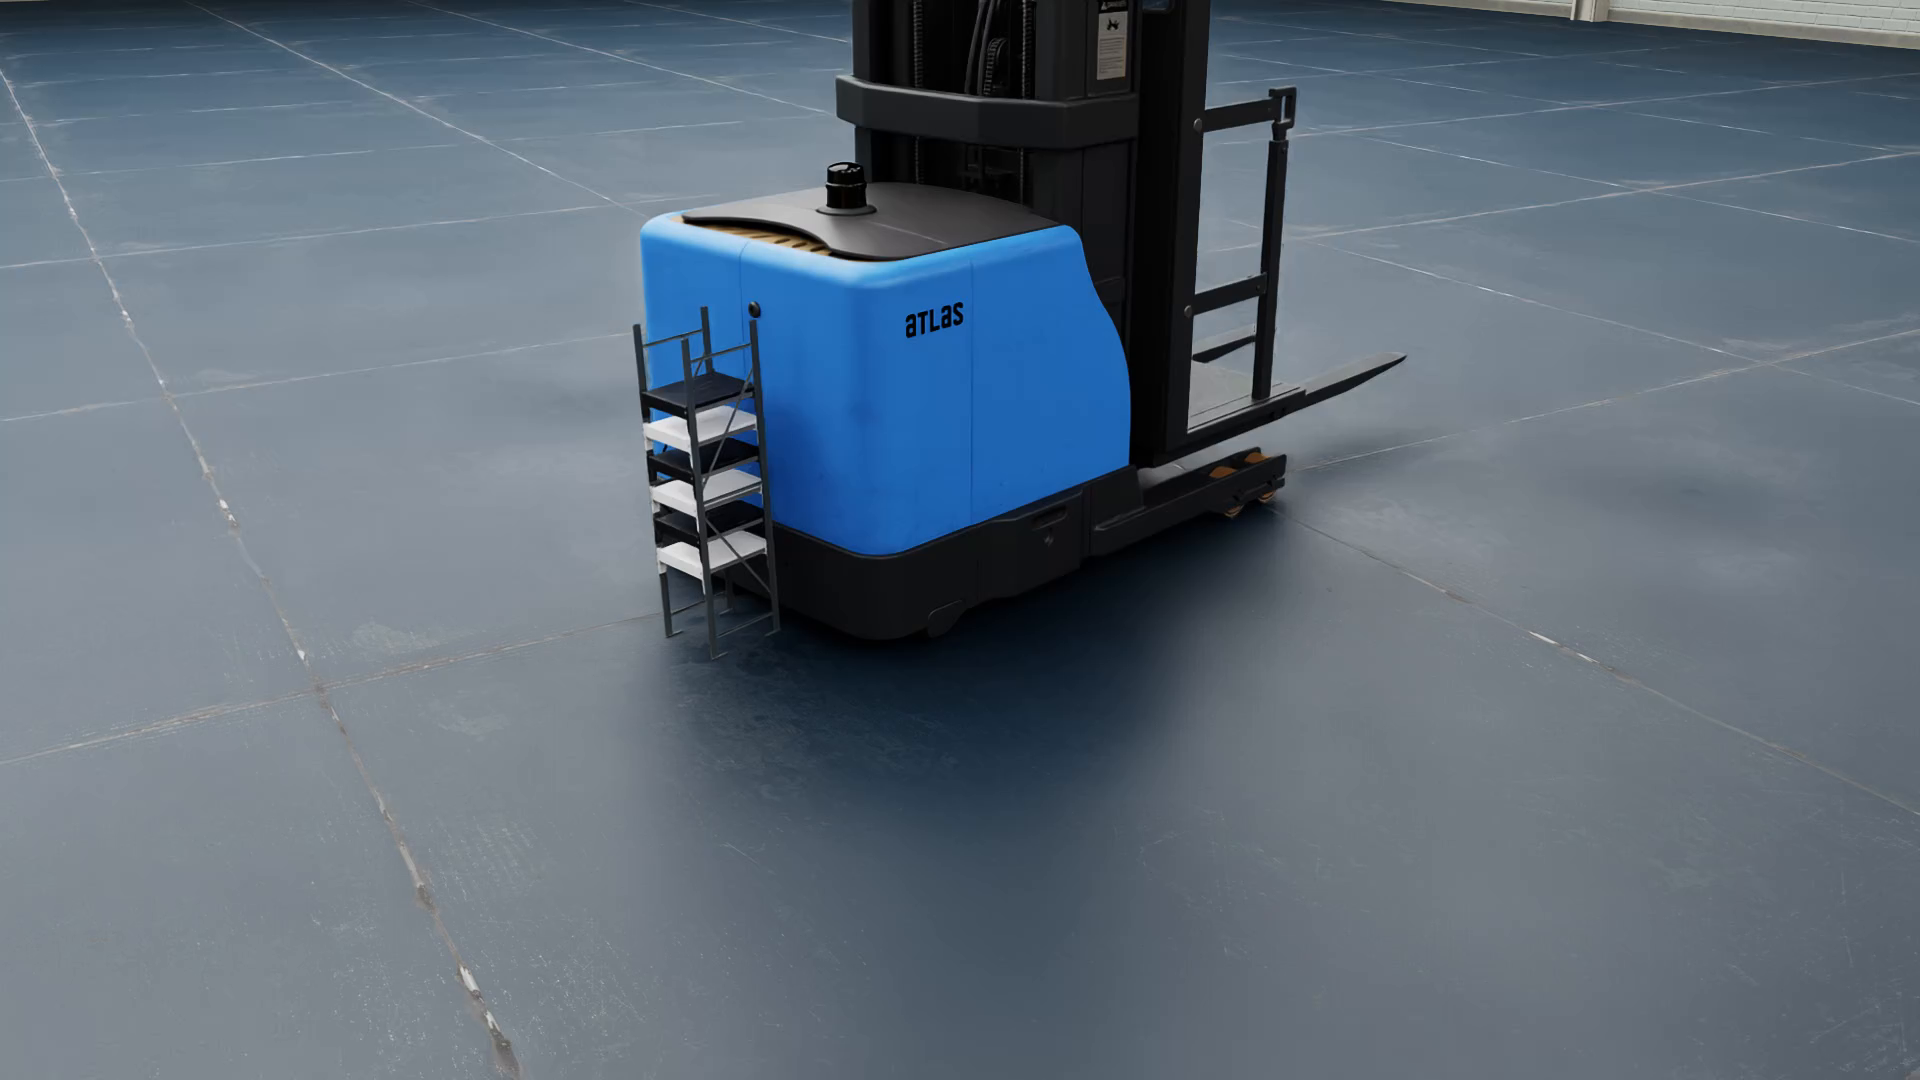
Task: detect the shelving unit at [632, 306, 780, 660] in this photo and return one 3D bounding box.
[{"bbox_3d":[-0.674,-0.150,4.472,0.210,0.900,0.258,20,32,40],"label":"shelving unit"}]

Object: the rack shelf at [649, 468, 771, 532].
[{"bbox_3d":[-0.673,-0.119,4.485,0.200,0.077,0.258,20,32,40],"label":"rack shelf"}]

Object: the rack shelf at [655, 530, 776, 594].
[{"bbox_3d":[-0.668,0.046,4.557,0.200,0.077,0.258,20,32,40],"label":"rack shelf"}]

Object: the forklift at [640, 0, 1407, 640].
[{"bbox_3d":[0.458,-1.553,5.239,1.130,2.935,3.031,20,29,40],"label":"forklift"}]

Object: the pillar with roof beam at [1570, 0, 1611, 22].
[{"bbox_3d":[4.992,-10.522,19.248,9.100,9.000,0.400,-13,25,-28],"label":"pillar with roof beam"}]

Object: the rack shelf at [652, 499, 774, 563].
[{"bbox_3d":[-0.670,-0.037,4.521,0.200,0.077,0.258,20,32,40],"label":"rack shelf"}]

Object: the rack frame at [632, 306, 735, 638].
[{"bbox_3d":[-0.747,-0.176,4.537,0.006,0.900,0.240,20,32,40],"label":"rack frame"}]

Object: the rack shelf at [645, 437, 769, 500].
[{"bbox_3d":[-0.675,-0.202,4.449,0.200,0.077,0.258,20,32,40],"label":"rack shelf"}]

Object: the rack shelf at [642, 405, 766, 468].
[{"bbox_3d":[-0.677,-0.284,4.413,0.200,0.077,0.258,20,32,40],"label":"rack shelf"}]

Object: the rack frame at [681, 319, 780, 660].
[{"bbox_3d":[-0.601,-0.123,4.406,0.006,0.900,0.240,20,32,40],"label":"rack frame"}]

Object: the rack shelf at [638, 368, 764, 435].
[{"bbox_3d":[-0.680,-0.367,4.377,0.200,0.077,0.258,20,32,40],"label":"rack shelf"}]
